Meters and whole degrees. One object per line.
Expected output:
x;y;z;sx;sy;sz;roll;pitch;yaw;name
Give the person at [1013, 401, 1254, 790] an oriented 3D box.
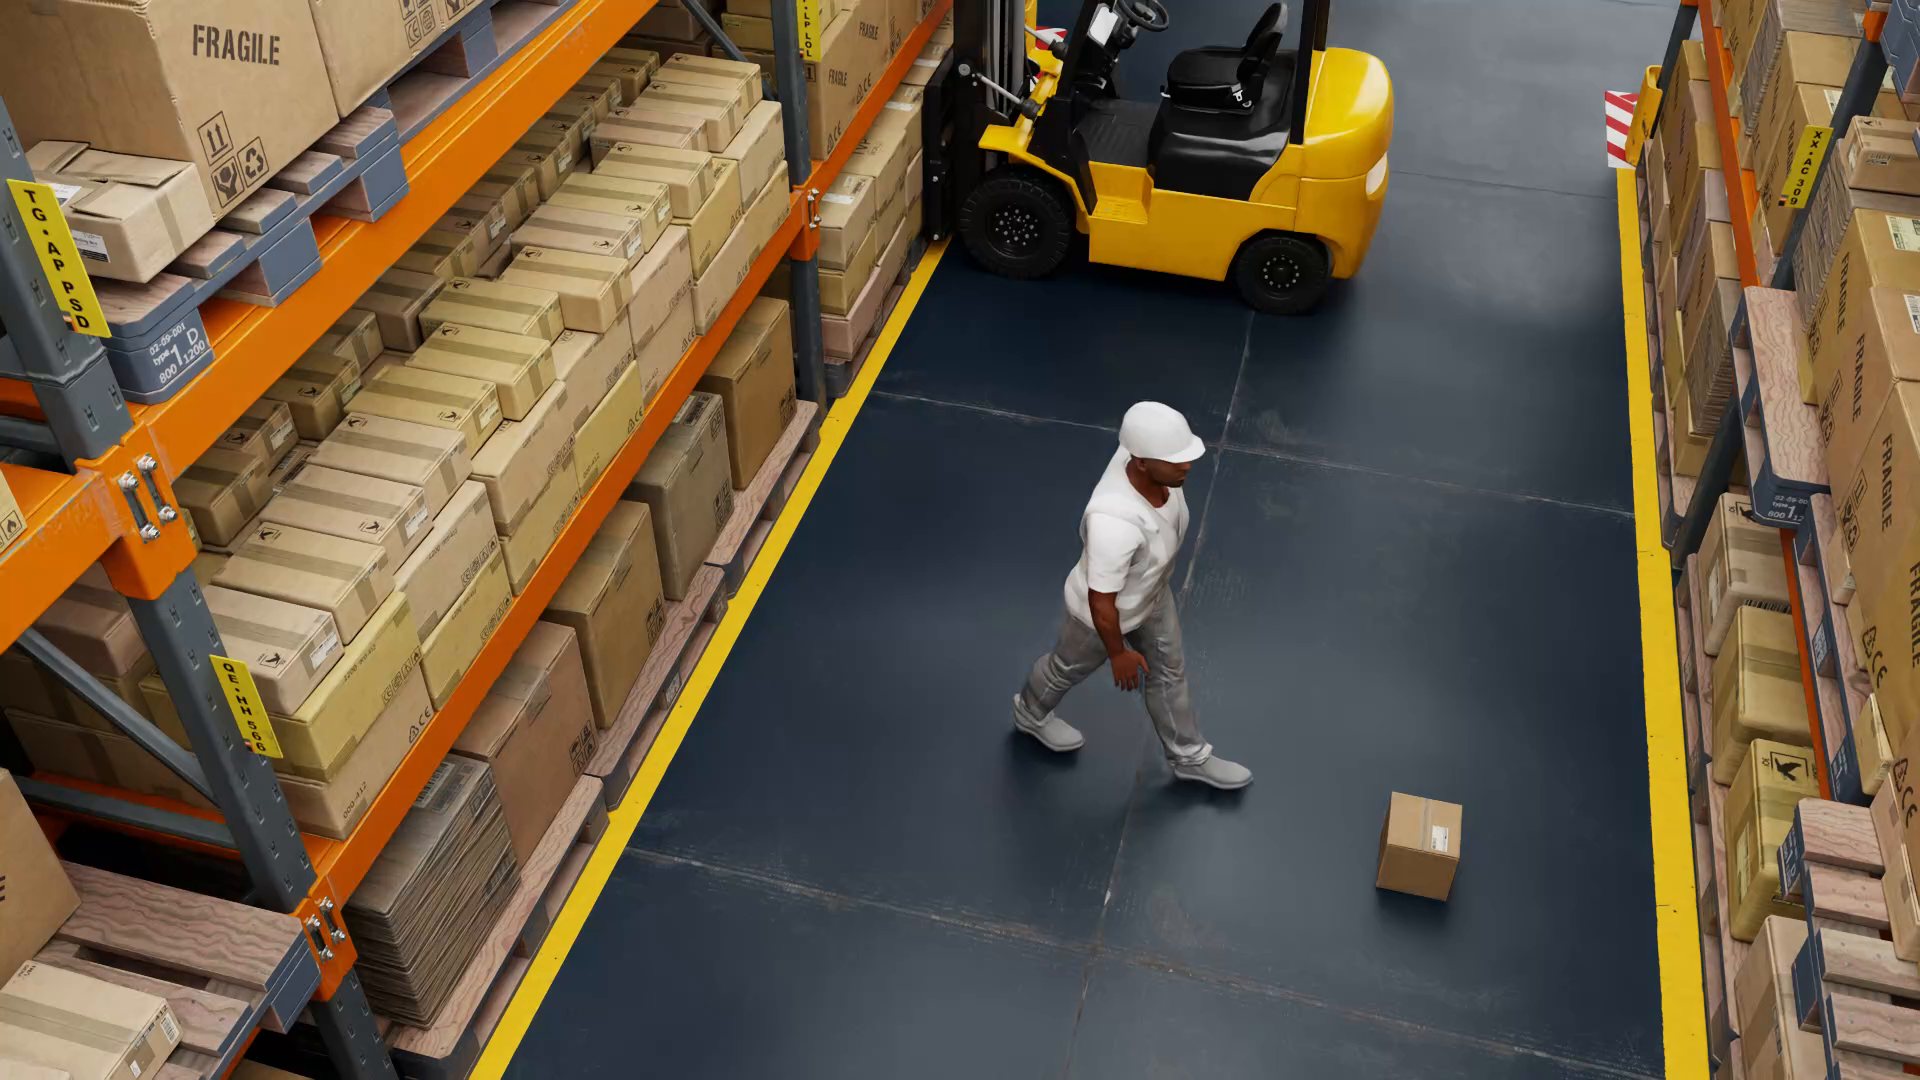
0.620;0.221;5.868;0.959;1.706;0.603;22;45;24;person
